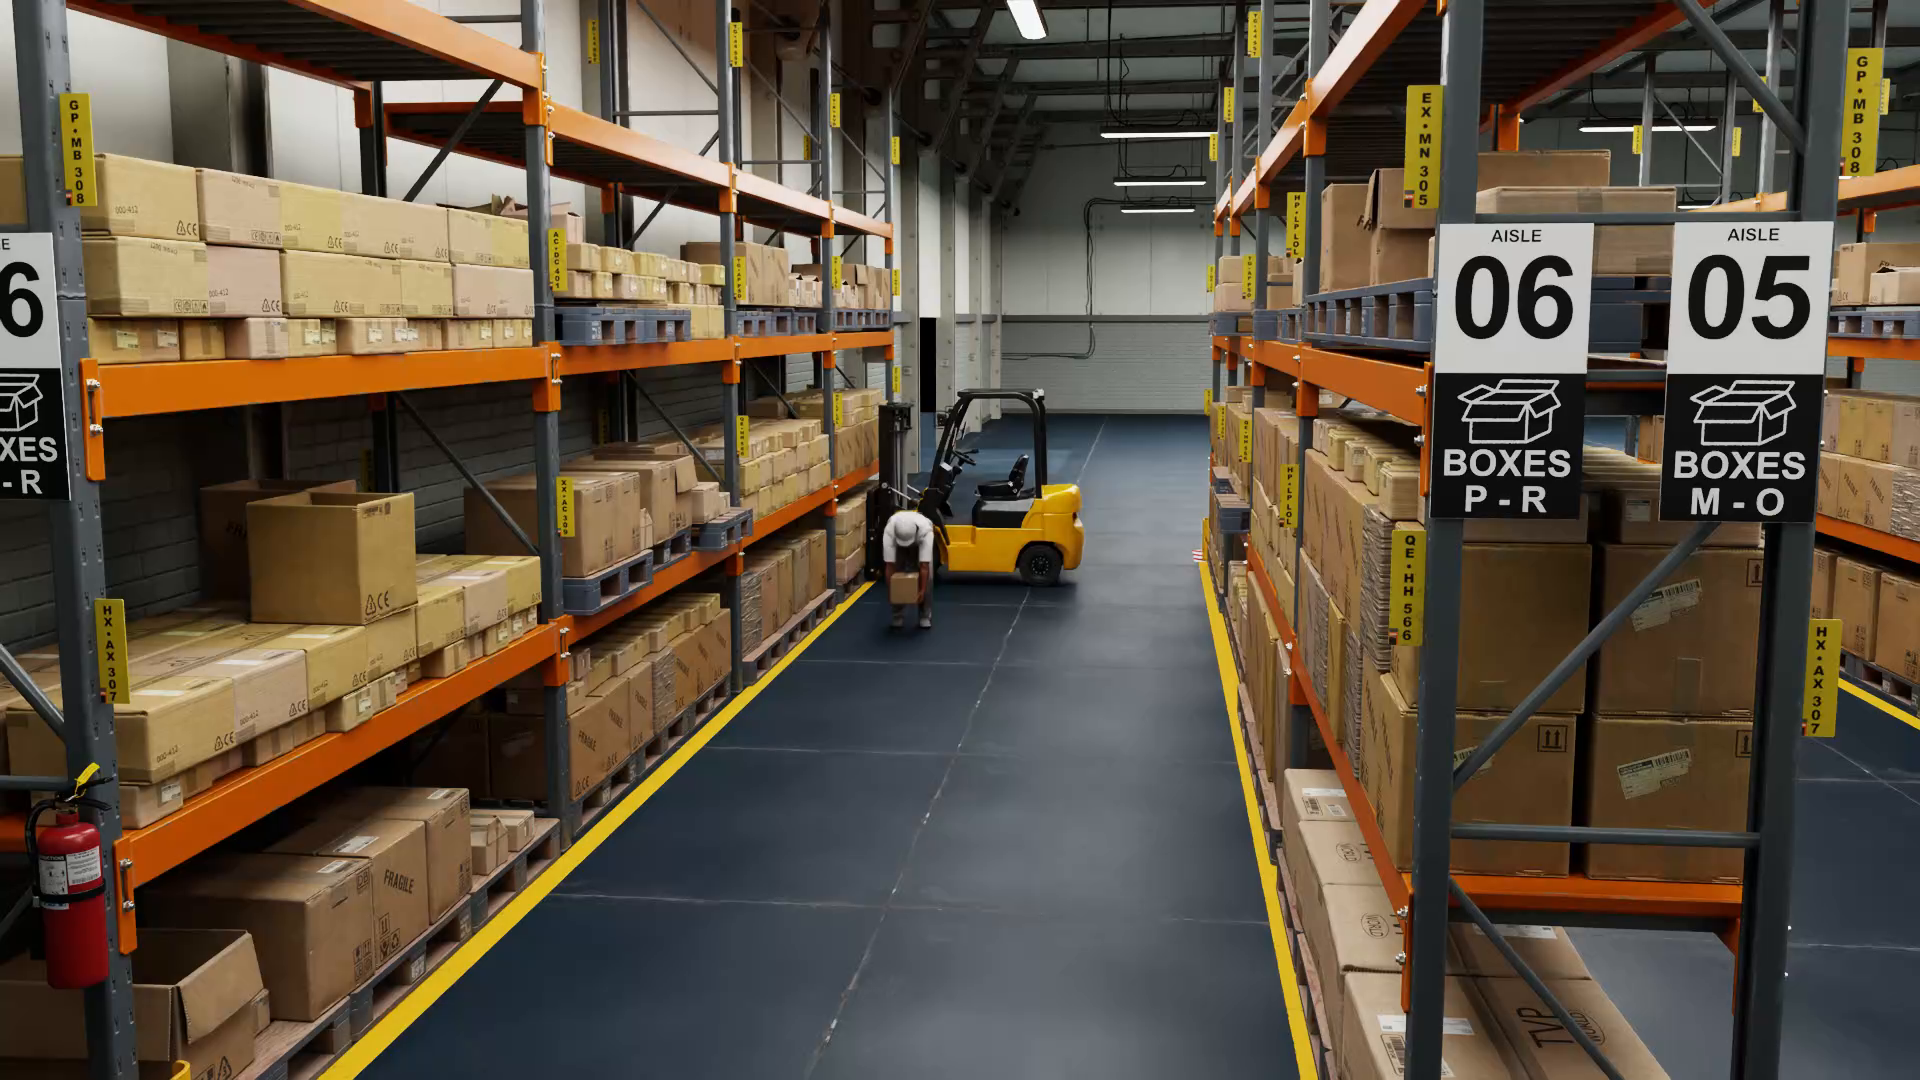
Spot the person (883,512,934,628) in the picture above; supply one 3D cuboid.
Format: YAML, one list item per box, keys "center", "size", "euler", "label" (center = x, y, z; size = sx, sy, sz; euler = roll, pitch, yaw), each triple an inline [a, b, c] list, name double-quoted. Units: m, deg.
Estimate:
- center: [-0.481, 0.295, 15.810]
  size: [0.478, 1.148, 0.974]
  euler: [1, 8, 4]
  label: "person"
